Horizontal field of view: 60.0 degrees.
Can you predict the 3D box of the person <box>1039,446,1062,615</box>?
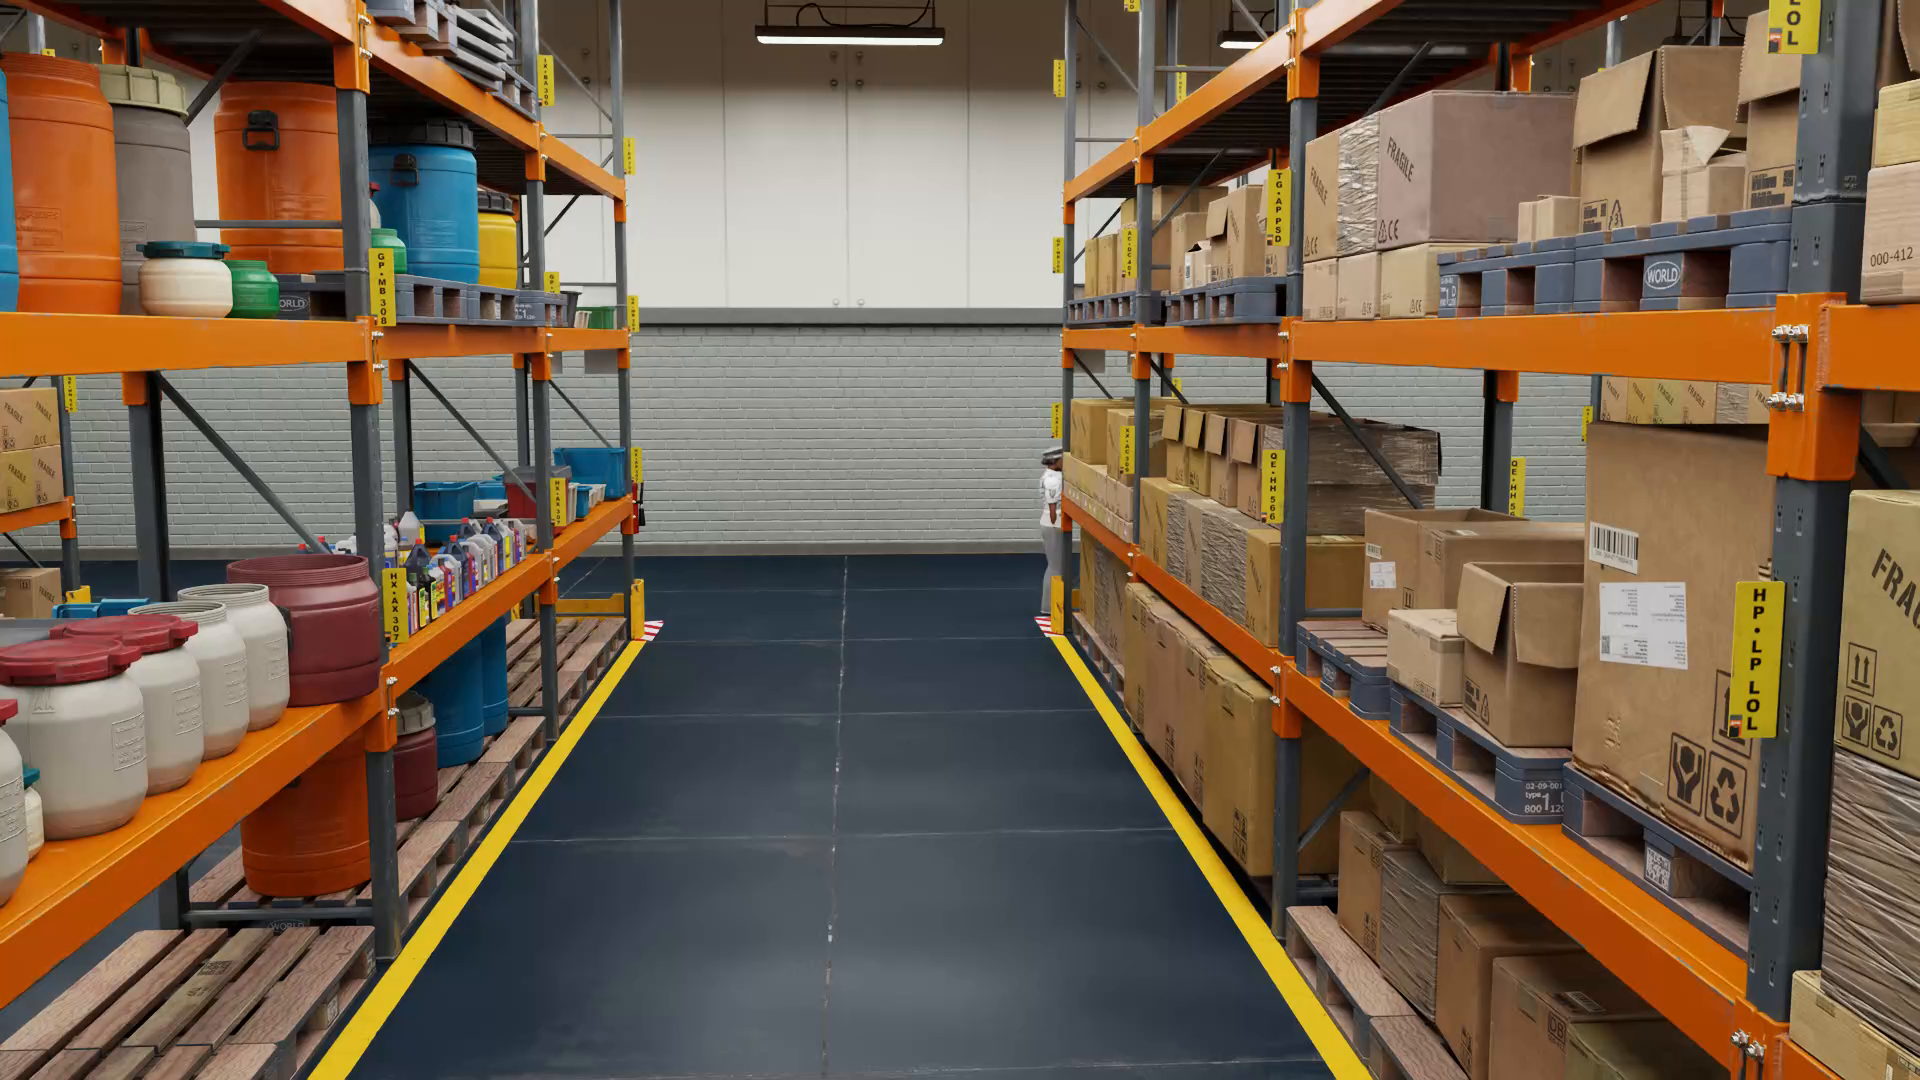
[{"bbox_3d":[0.958,-0.102,16.541,0.339,1.679,0.436,1,7,5],"label":"person"}]
